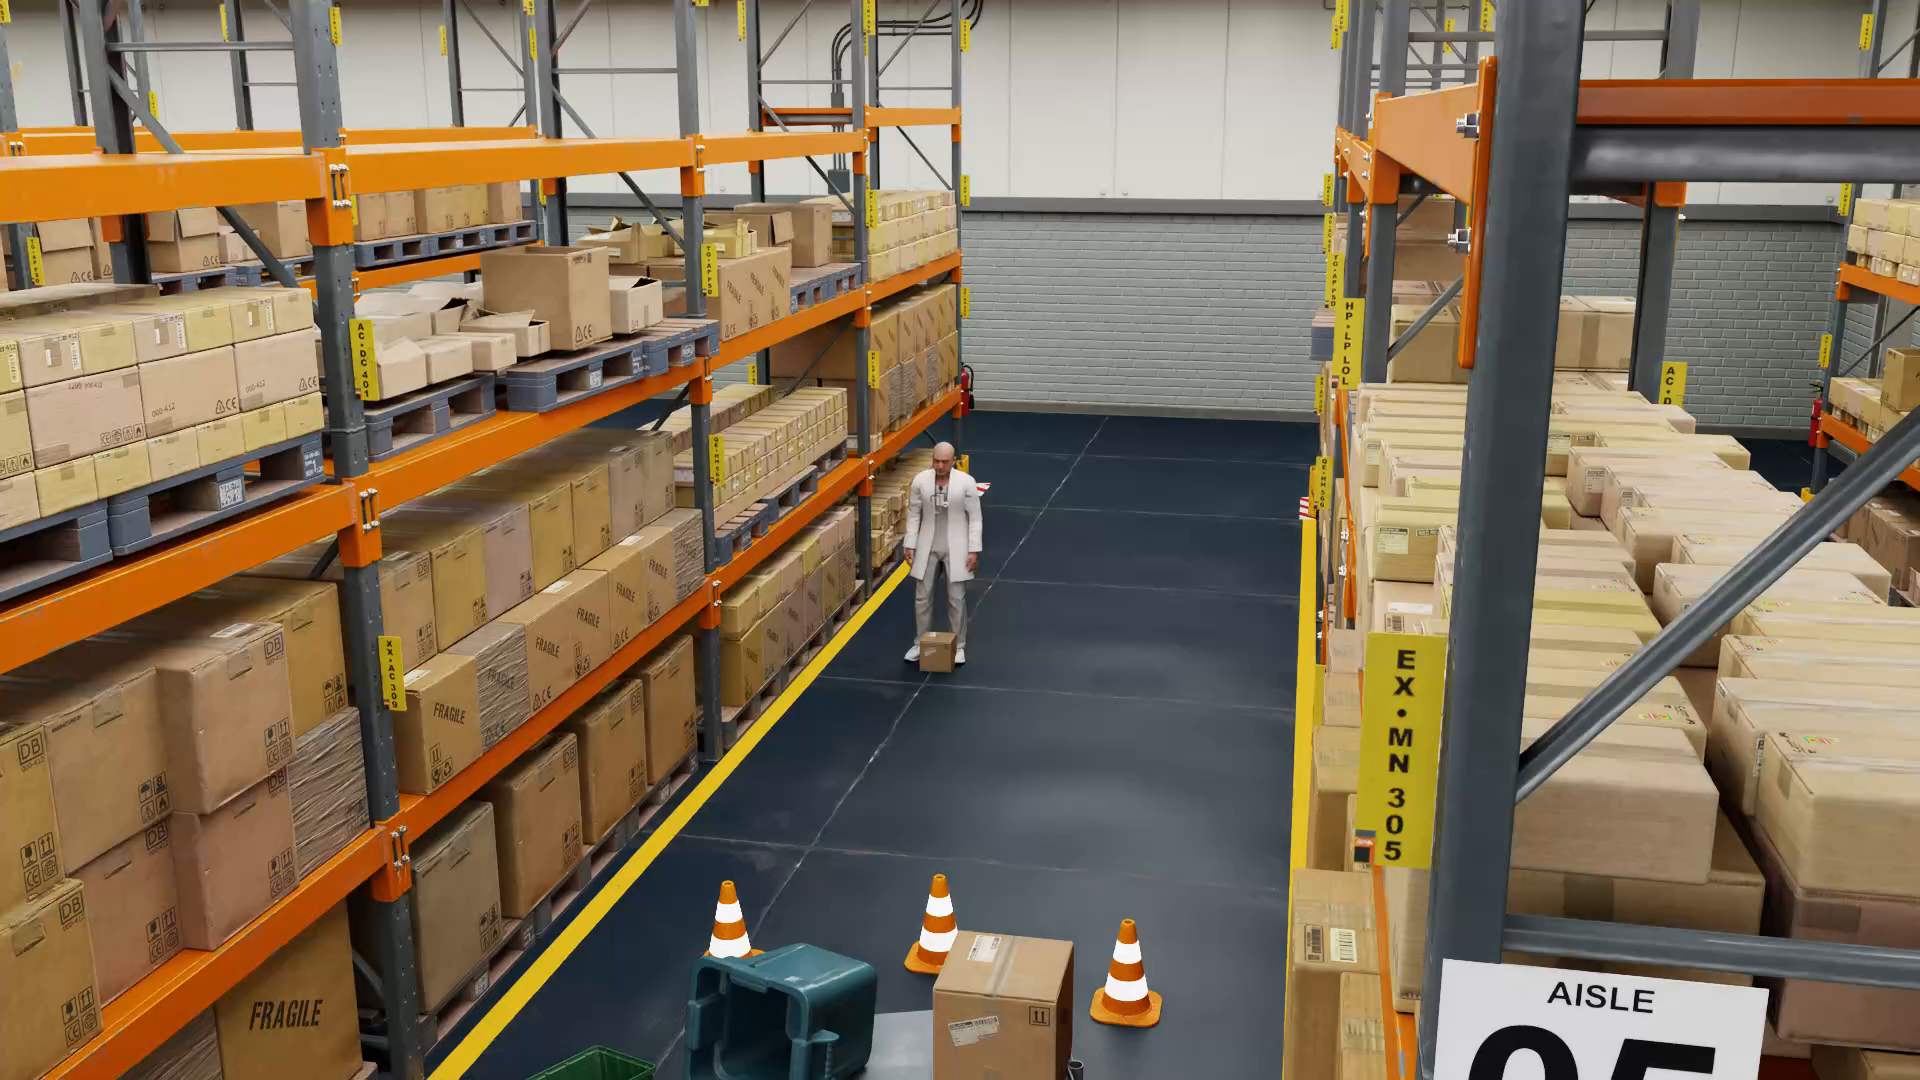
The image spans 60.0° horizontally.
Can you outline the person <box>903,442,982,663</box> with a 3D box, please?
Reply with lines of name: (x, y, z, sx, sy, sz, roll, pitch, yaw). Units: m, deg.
person: (-0.137, 0.088, 13.196, 0.644, 1.774, 0.424, 3, 15, 12)
